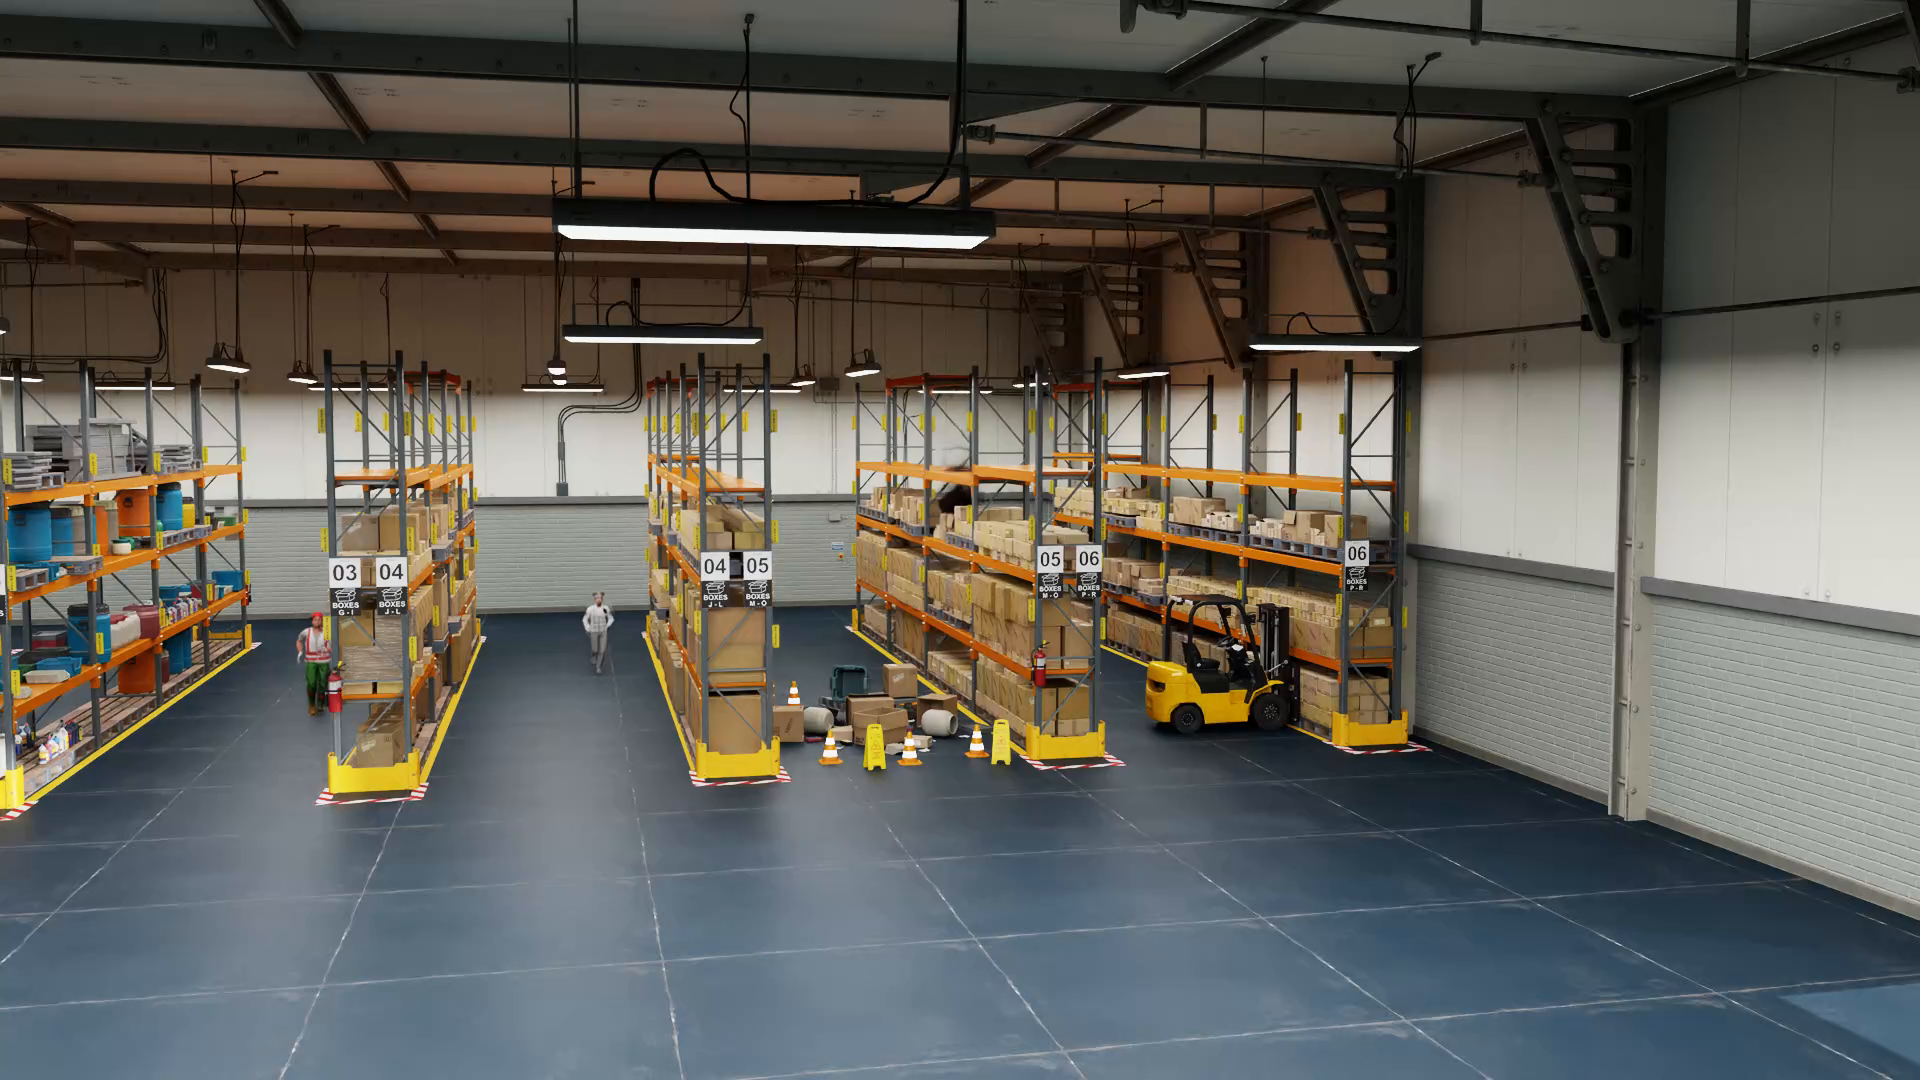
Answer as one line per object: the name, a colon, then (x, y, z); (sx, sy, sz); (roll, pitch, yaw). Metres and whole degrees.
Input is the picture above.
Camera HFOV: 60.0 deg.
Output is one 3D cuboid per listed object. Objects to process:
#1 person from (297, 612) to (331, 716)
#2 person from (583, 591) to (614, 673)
person: (-11.031, 2.122, 28.541); (0.640, 1.785, 0.700); (-2, 4, -24)
person: (-7.270, 1.852, 33.487); (0.614, 1.650, 0.552); (-1, 4, -17)
